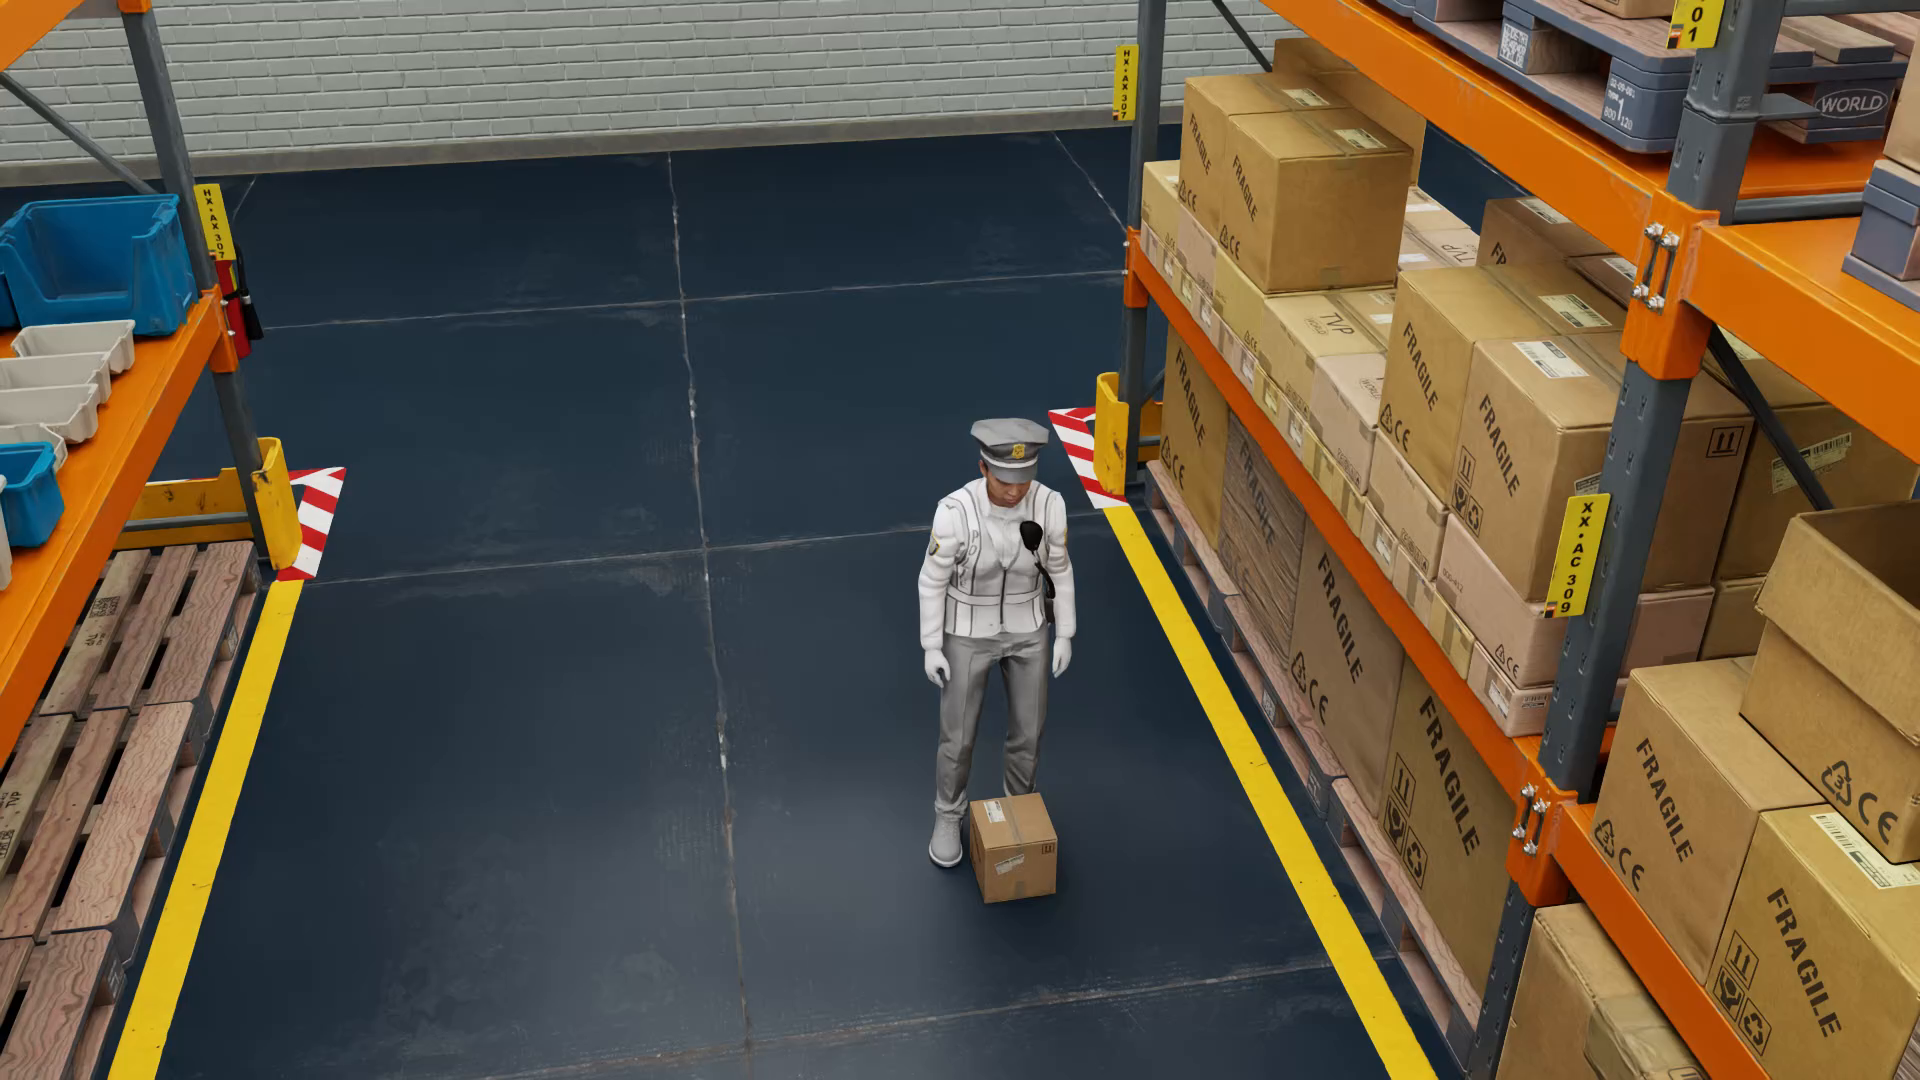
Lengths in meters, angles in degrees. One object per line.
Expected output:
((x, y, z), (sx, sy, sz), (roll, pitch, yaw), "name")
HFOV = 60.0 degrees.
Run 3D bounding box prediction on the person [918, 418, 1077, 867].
((0.126, 0.335, 5.568), (0.526, 1.664, 0.371), (-5, 31, -9), "person")
